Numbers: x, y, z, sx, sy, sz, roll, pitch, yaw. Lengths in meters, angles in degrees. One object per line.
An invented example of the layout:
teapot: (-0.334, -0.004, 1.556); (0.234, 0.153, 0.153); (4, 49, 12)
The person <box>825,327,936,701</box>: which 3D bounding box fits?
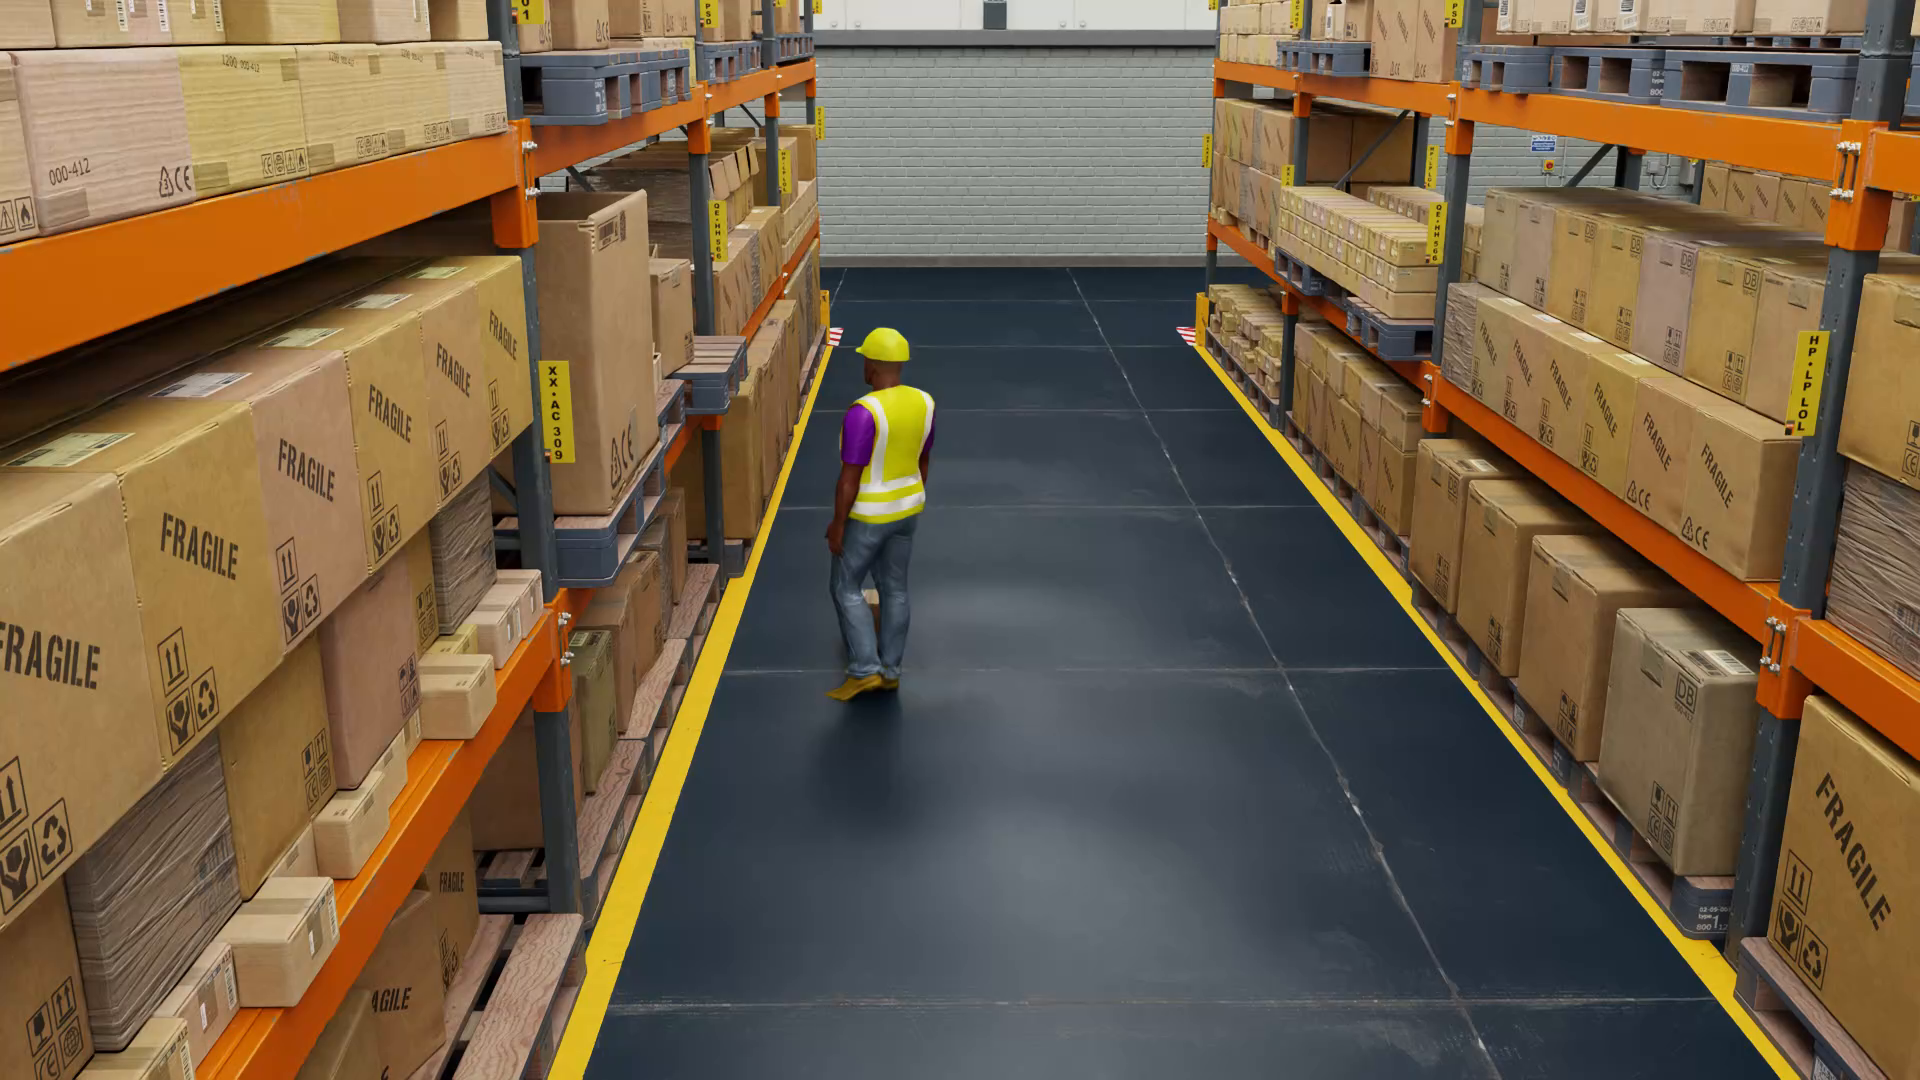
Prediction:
person: (-0.391, -0.114, 7.922); (0.414, 1.809, 0.590); (16, 23, 42)
